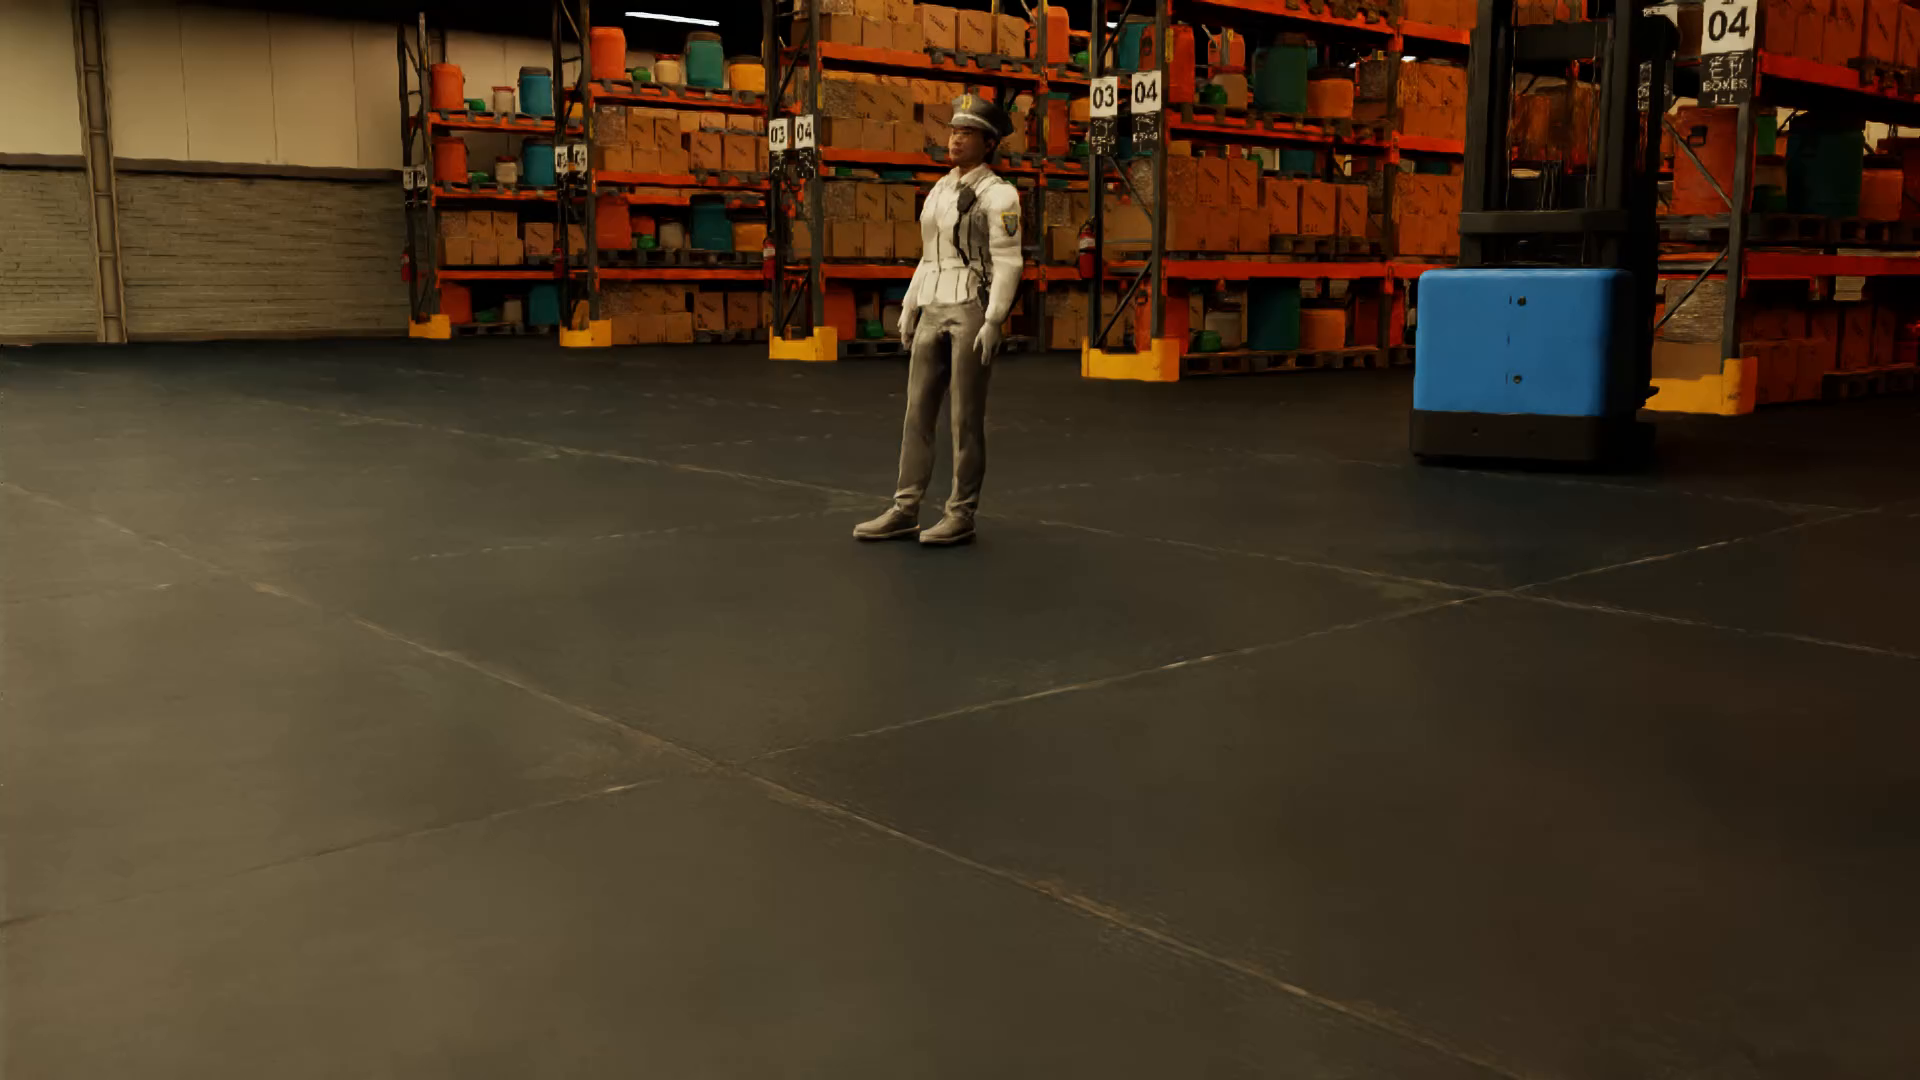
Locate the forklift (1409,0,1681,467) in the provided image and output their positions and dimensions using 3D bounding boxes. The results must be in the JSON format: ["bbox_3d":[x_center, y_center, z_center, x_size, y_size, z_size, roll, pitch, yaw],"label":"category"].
[{"bbox_3d":[3.649,-2.024,10.033,1.130,2.935,3.031,5,10,29],"label":"forklift"}]

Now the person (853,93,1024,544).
[{"bbox_3d":[-0.056,-0.839,6.370,0.532,1.695,0.586,-8,12,-40],"label":"person"}]
